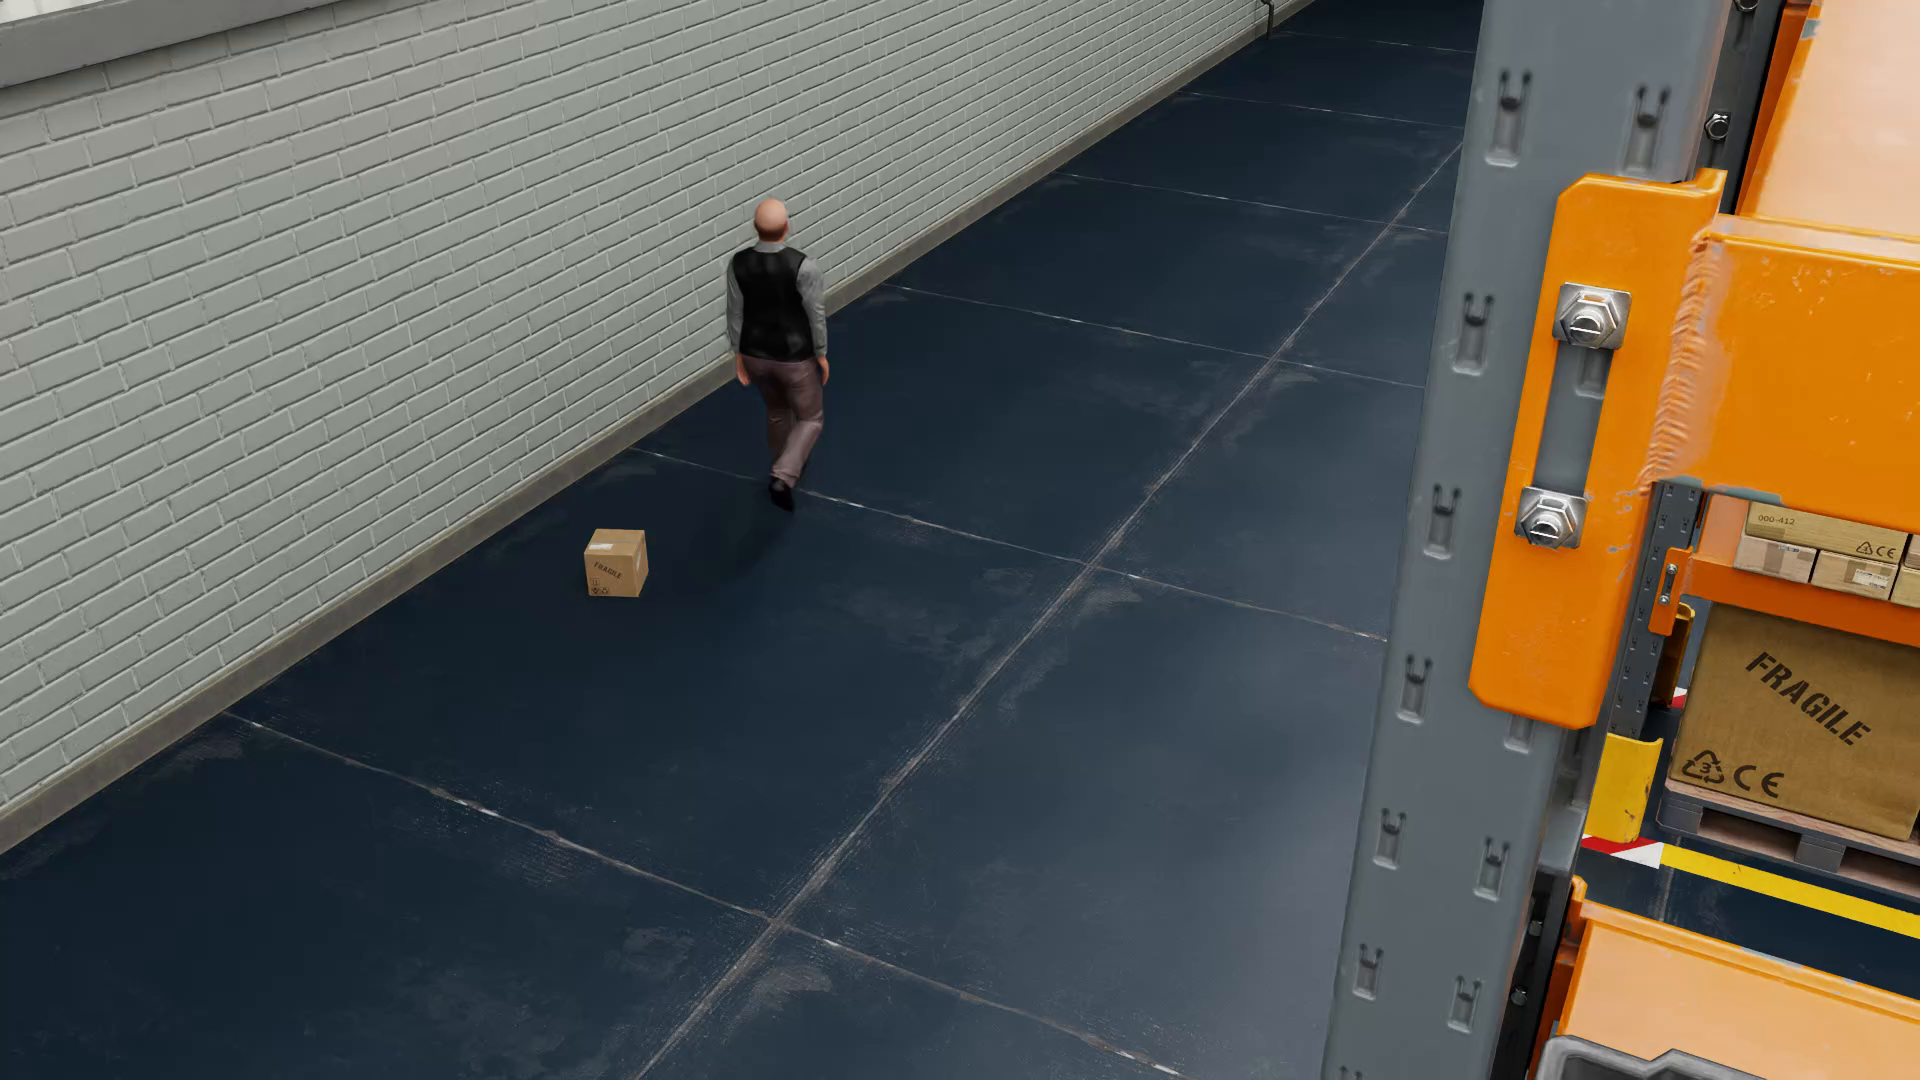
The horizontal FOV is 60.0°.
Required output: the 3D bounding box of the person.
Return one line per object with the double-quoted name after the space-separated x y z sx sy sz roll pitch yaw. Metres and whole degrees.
-0.968 -0.962 8.812 0.536 1.702 0.796 9 31 15 "person"
